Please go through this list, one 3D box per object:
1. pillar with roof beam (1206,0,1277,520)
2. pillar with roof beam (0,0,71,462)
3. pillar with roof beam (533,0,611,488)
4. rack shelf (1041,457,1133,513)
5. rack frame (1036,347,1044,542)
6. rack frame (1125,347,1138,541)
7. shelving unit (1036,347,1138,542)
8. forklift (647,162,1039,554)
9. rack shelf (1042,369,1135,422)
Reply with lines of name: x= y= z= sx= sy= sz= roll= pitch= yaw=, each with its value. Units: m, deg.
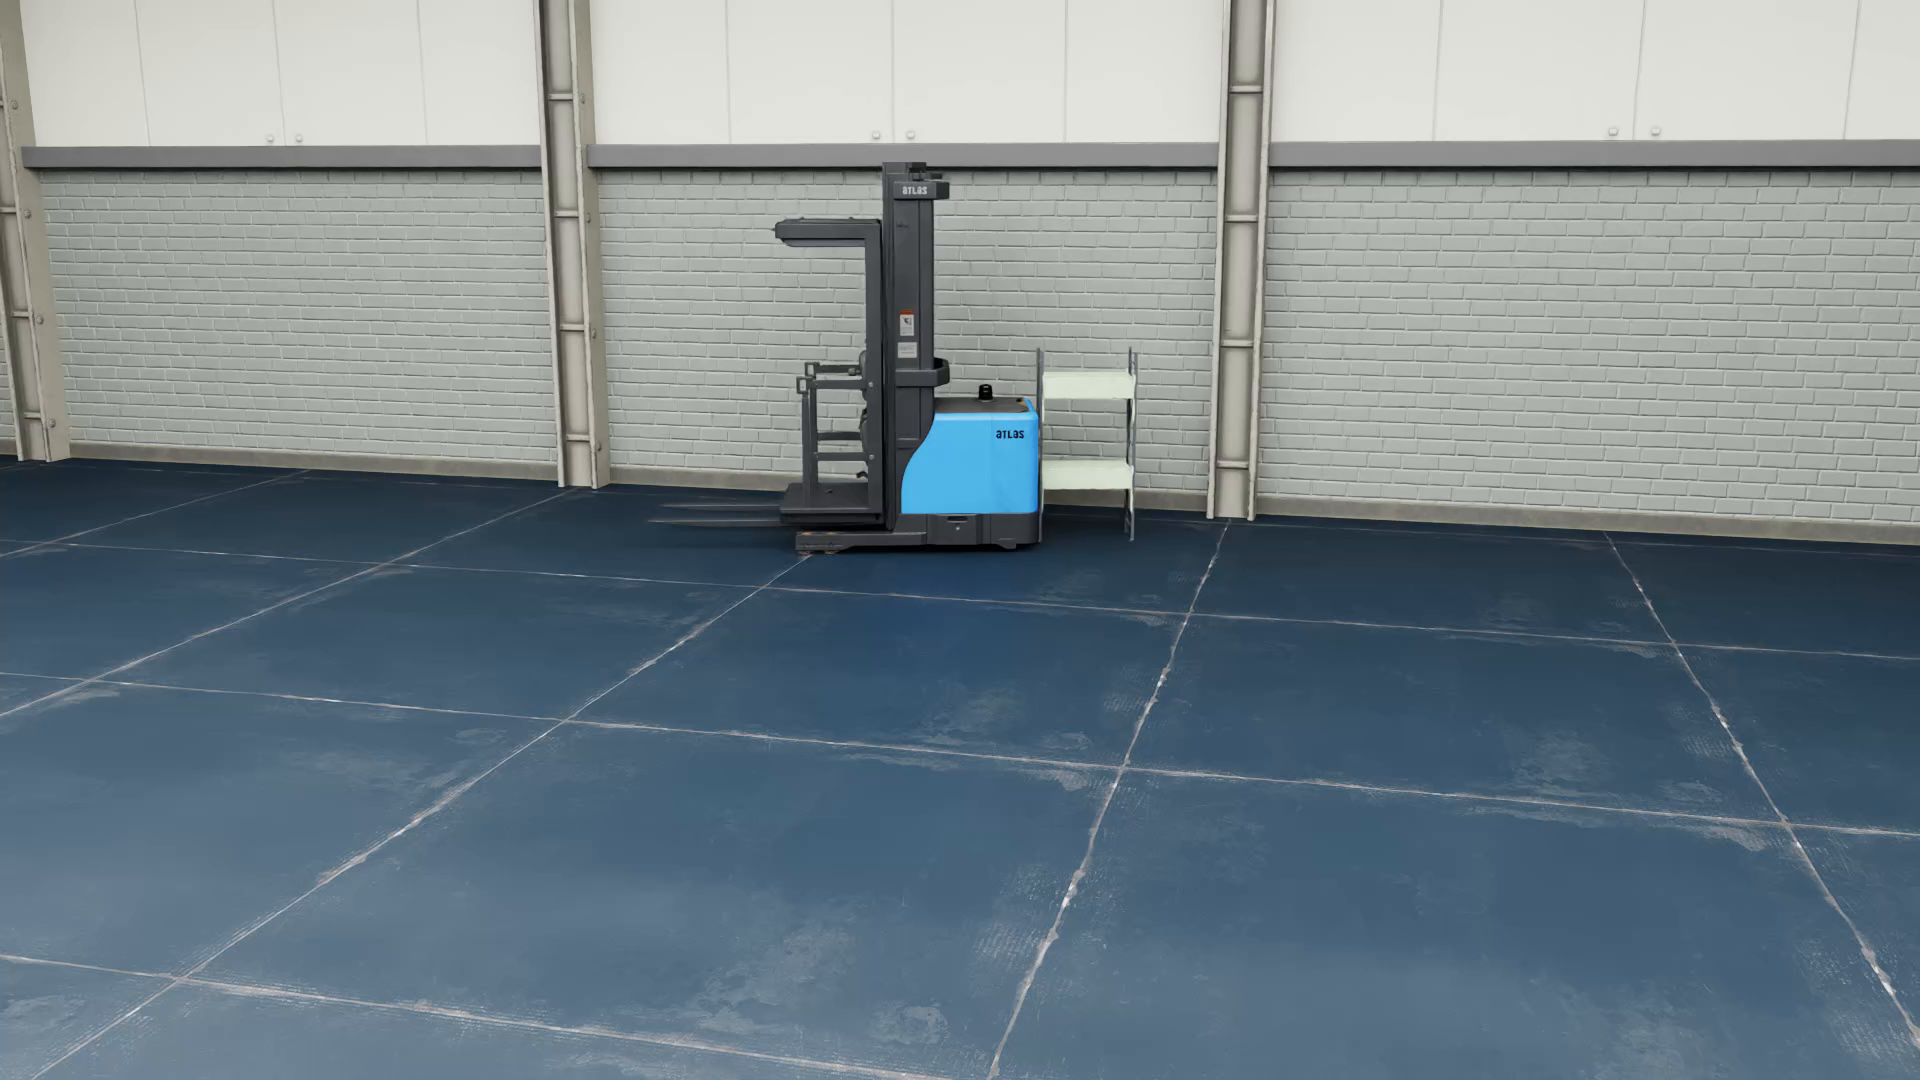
pillar with roof beam: x=1.283 y=-3.696 z=9.116 sx=0.400 sy=9.000 sz=9.100 roll=3 pitch=13 yaw=14
pillar with roof beam: x=-10.367 y=-4.318 z=11.922 sx=0.400 sy=9.000 sz=9.100 roll=3 pitch=13 yaw=14
pillar with roof beam: x=-4.542 y=-4.007 z=10.519 sx=0.400 sy=9.000 sz=9.100 roll=3 pitch=13 yaw=14
rack shelf: x=0.995 y=-0.444 z=13.278 sx=0.720 sy=0.370 sz=0.431 roll=0 pitch=13 yaw=-2
rack frame: x=0.629 y=-0.760 z=13.197 sx=0.023 sy=1.500 sz=0.400 roll=0 pitch=13 yaw=-2
rack frame: x=1.361 y=-0.765 z=13.218 sx=0.023 sy=1.500 sz=0.400 roll=0 pitch=13 yaw=-2
shelving unit: x=0.995 y=-0.762 z=13.207 sx=0.755 sy=1.500 sz=0.431 roll=0 pitch=13 yaw=-2
forklift: x=-0.915 y=-1.437 z=12.945 sx=3.031 sy=2.935 sz=1.130 roll=0 pitch=13 yaw=-2
rack shelf: x=0.995 y=-1.143 z=13.123 sx=0.720 sy=0.370 sz=0.431 roll=0 pitch=13 yaw=-2
